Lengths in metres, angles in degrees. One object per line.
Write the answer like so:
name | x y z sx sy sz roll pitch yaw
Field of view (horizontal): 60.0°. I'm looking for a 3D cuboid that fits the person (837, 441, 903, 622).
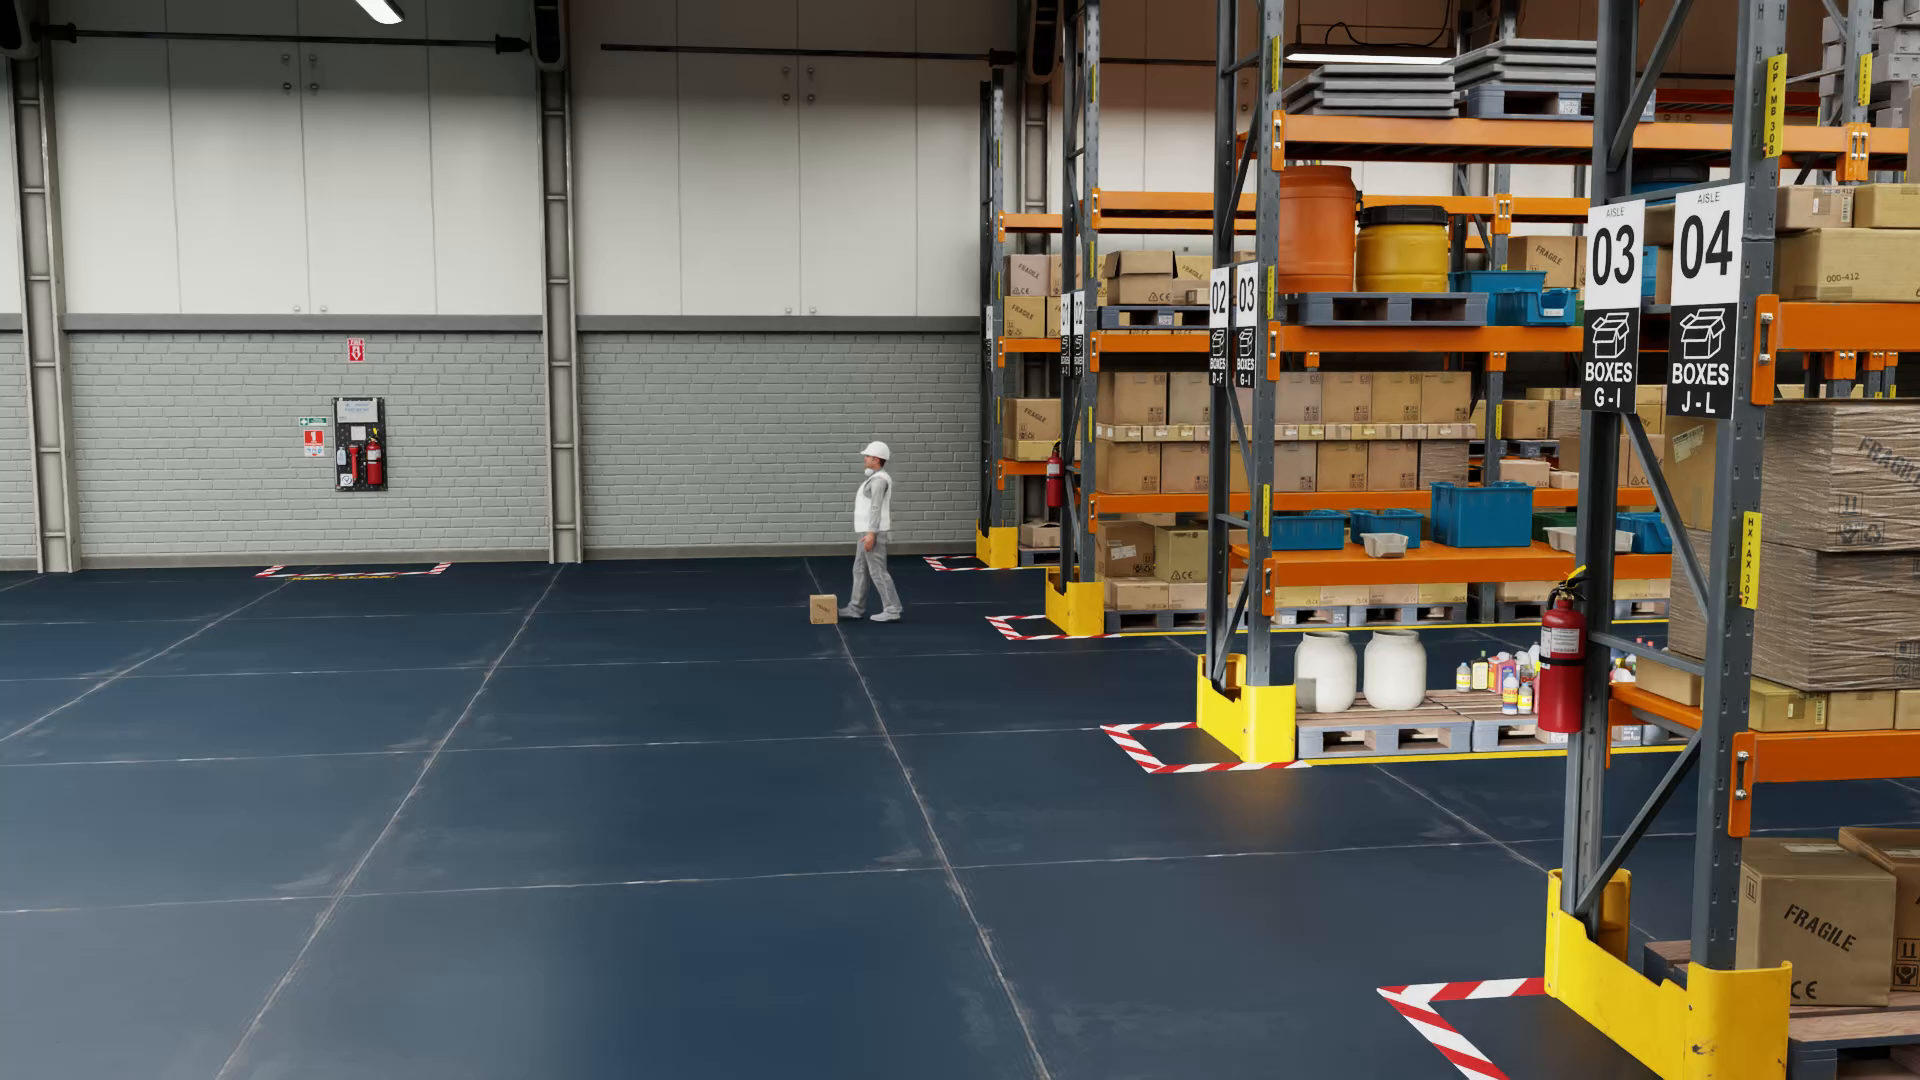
person | -0.917 -0.084 16.332 0.703 1.768 0.558 0 6 -1
